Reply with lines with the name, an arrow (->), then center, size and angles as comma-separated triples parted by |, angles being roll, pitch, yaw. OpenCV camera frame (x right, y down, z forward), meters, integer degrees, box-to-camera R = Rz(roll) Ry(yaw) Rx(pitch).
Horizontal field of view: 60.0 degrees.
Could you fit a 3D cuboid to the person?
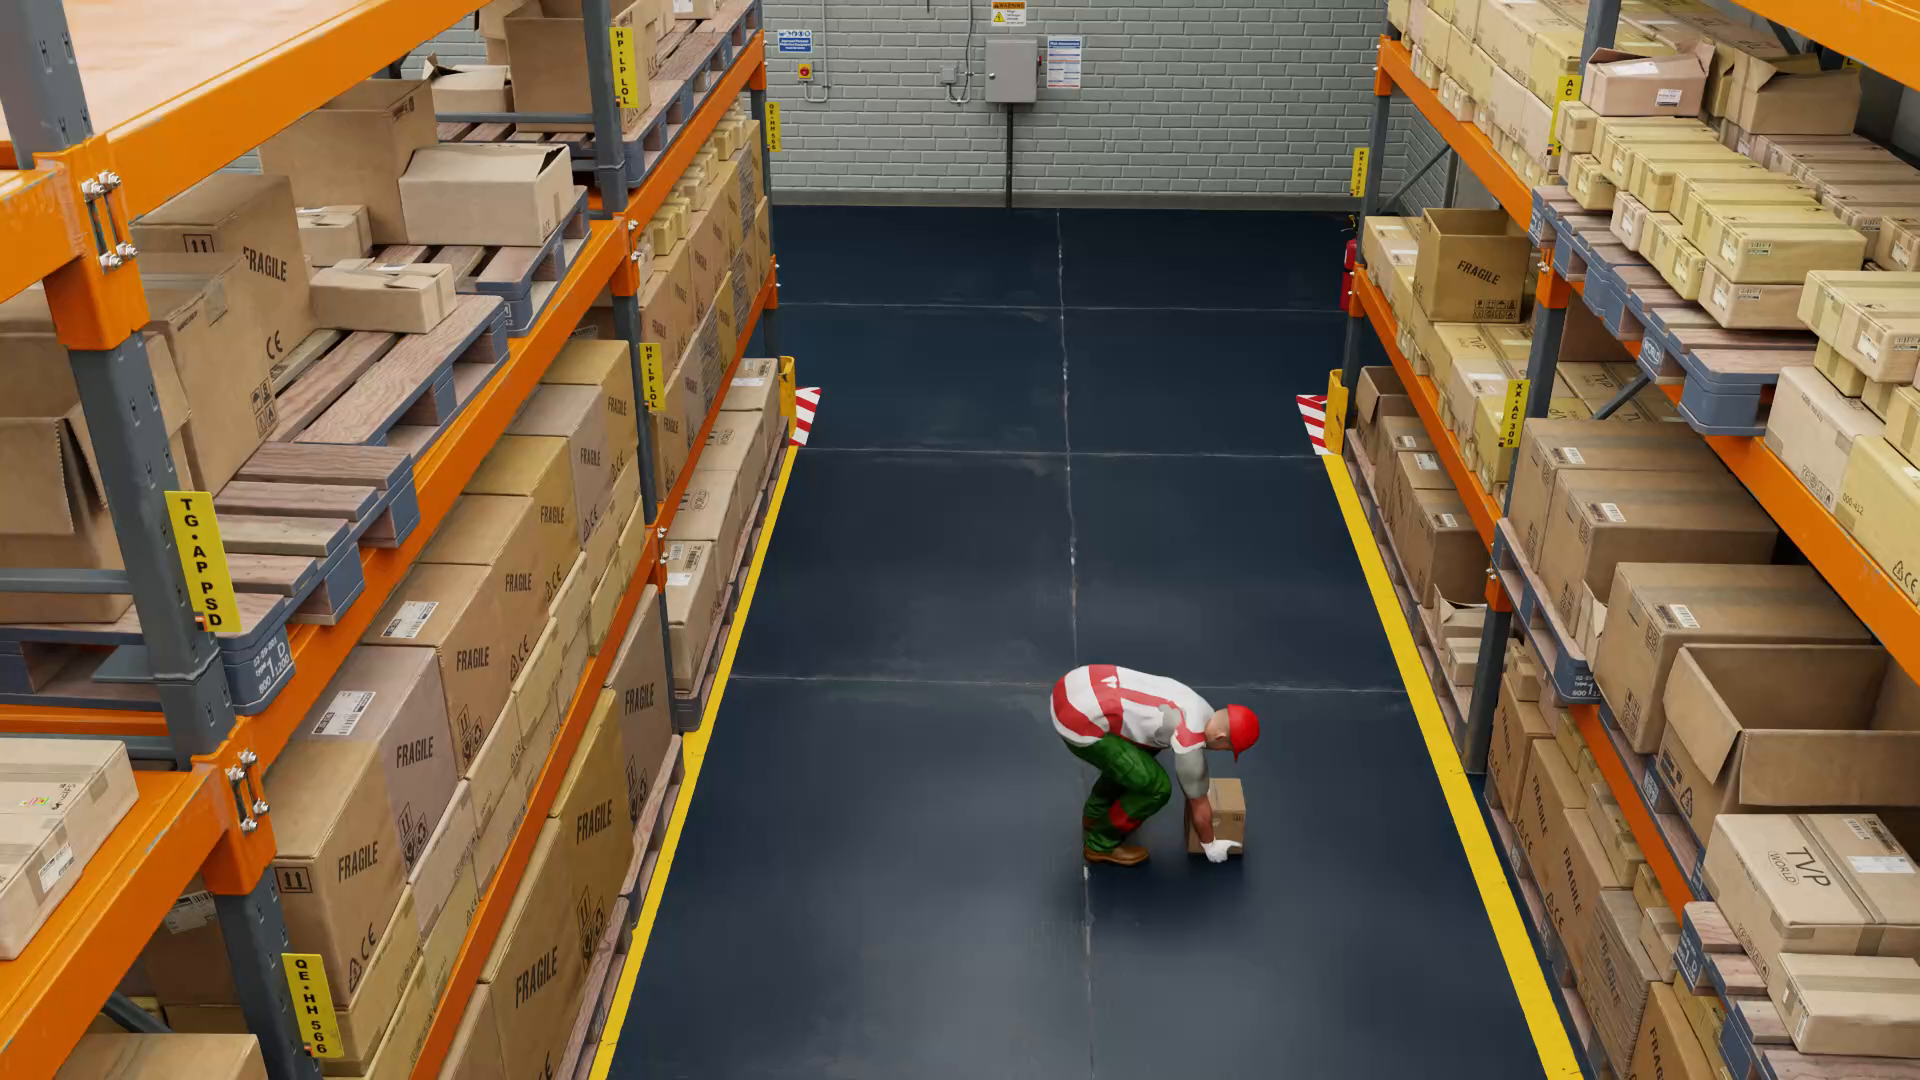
person -> 0.700, 0.621, 7.425 | 0.453, 1.777, 0.603 | 0, 28, 0
